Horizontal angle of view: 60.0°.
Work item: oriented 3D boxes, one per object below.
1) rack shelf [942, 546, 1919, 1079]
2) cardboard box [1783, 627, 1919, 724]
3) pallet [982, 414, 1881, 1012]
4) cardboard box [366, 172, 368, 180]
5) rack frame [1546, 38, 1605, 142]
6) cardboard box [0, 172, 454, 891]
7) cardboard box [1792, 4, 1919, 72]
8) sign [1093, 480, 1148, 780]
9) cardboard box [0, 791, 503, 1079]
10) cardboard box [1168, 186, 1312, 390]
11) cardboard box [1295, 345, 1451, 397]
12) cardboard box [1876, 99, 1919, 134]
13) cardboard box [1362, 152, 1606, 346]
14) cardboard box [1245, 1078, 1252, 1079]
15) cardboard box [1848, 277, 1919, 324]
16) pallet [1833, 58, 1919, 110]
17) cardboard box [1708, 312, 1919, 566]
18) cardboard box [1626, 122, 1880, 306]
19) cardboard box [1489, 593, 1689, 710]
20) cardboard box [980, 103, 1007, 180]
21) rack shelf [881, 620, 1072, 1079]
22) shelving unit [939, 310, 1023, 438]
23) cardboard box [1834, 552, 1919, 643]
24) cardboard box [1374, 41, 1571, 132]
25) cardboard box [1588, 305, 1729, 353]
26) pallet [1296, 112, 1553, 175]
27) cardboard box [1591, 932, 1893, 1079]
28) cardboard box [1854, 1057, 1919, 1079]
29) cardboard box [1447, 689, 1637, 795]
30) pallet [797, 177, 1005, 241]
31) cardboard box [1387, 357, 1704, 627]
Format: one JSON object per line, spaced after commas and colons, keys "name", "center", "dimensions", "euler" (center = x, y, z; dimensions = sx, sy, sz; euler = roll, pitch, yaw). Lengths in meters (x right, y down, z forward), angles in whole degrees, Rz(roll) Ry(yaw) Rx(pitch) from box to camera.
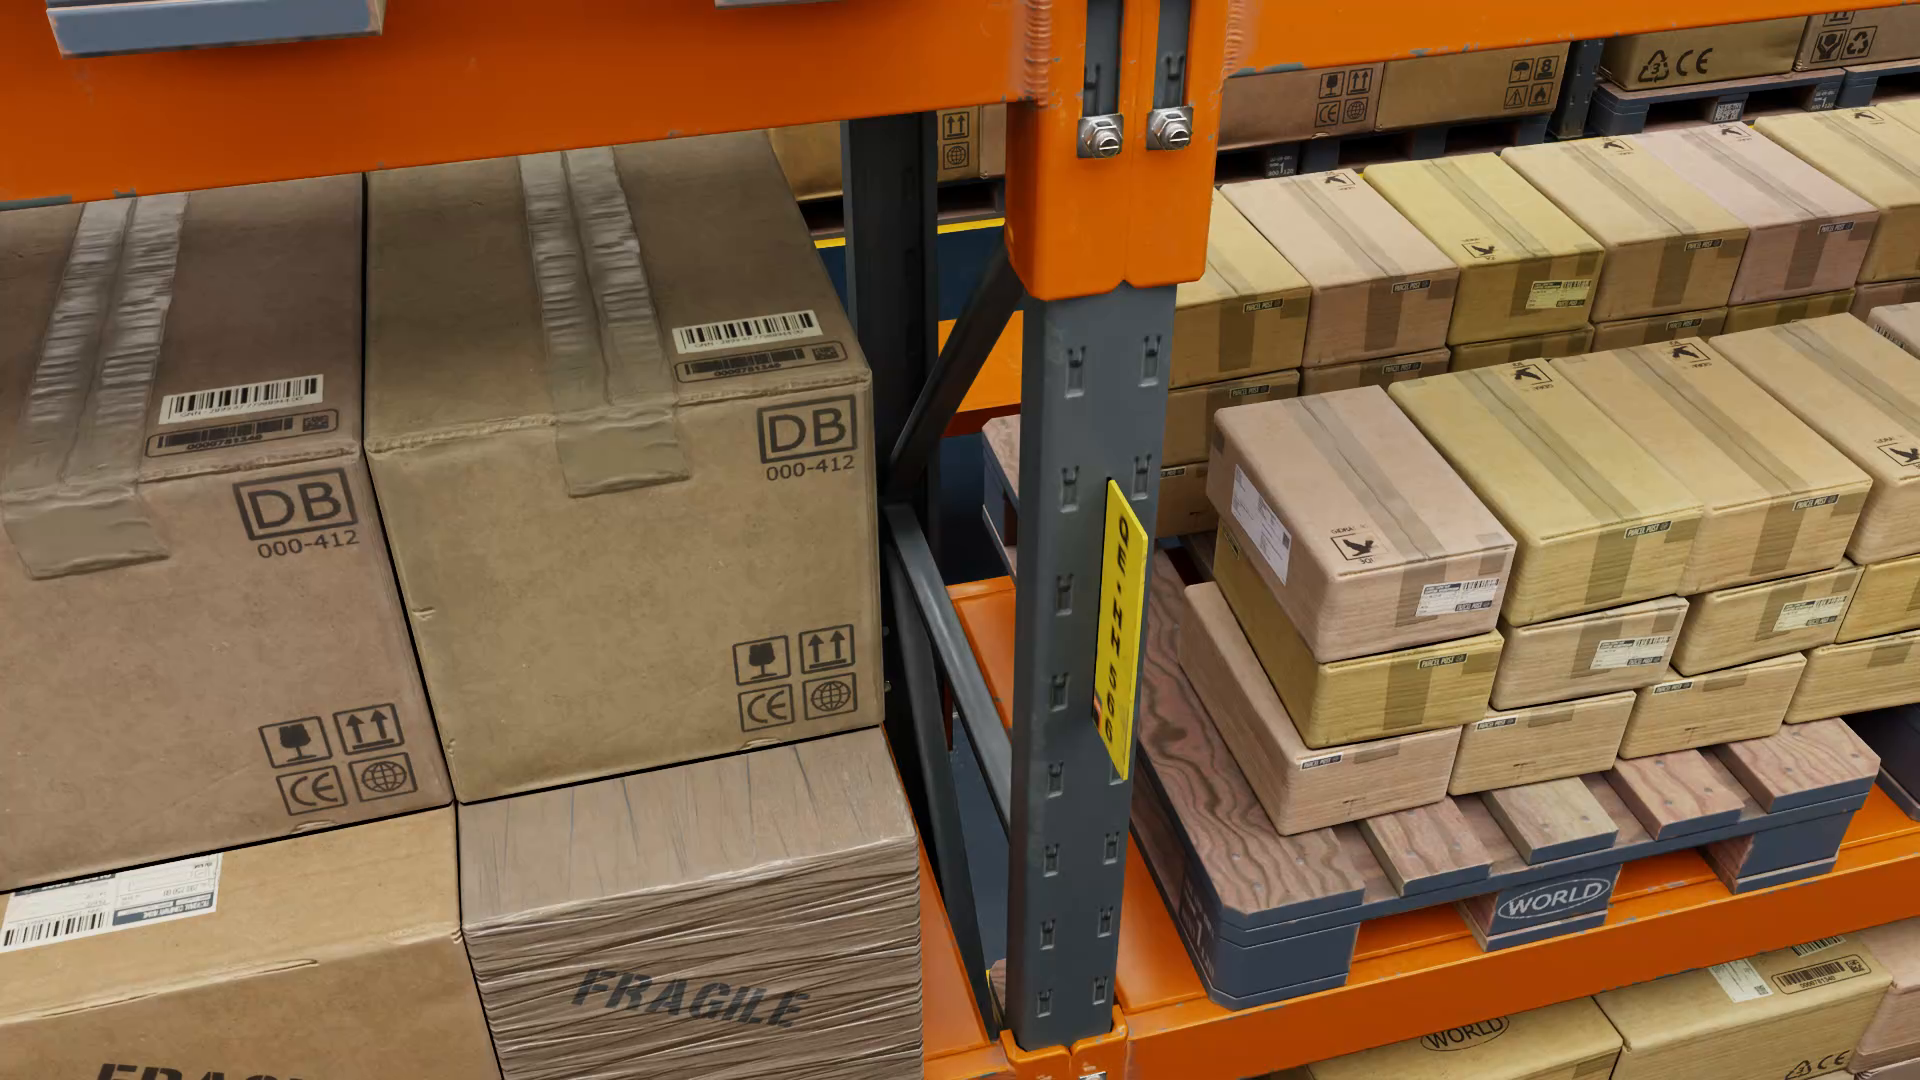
{"name": "rack shelf", "center": [1.945, 0.202, 3.110], "dimensions": [4.000, 0.370, 1.077], "euler": [-9, 38, -12]}
{"name": "cardboard box", "center": [1.278, 0.084, 2.532], "dimensions": [0.250, 0.149, 0.380], "euler": [-8, 38, -10]}
{"name": "pallet", "center": [0.674, 0.133, 2.765], "dimensions": [1.003, 0.211, 1.213], "euler": [-9, 38, -12]}
{"name": "cardboard box", "center": [-2.355, -1.661, 6.648], "dimensions": [0.500, 0.500, 0.700], "euler": [-12, 39, -16]}
{"name": "rack frame", "center": [2.680, -3.326, 7.130], "dimensions": [0.127, 3.000, 1.000], "euler": [-9, 38, -12]}
{"name": "cardboard box", "center": [-0.910, -0.058, 1.952], "dimensions": [0.500, 0.500, 0.700], "euler": [-10, 39, -13]}
{"name": "cardboard box", "center": [4.207, -2.849, 7.909], "dimensions": [0.875, 0.875, 0.875], "euler": [-9, 38, -12]}
{"name": "sign", "center": [0.162, 0.098, 1.700], "dimensions": [0.005, 0.325, 0.100], "euler": [-9, 38, -12]}
{"name": "cardboard box", "center": [-0.833, 0.500, 2.045], "dimensions": [0.500, 0.500, 0.500], "euler": [-9, 38, -12]}
{"name": "cardboard box", "center": [0.368, -0.417, 2.698], "dimensions": [0.250, 0.149, 0.380], "euler": [-11, 39, -14]}
{"name": "cardboard box", "center": [0.629, -0.341, 2.843], "dimensions": [0.250, 0.149, 0.380], "euler": [-8, 38, -10]}
{"name": "cardboard box", "center": [1.868, -0.662, 3.017], "dimensions": [0.250, 0.149, 0.380], "euler": [-8, 38, -11]}
{"name": "cardboard box", "center": [0.863, -0.497, 2.803], "dimensions": [0.250, 0.149, 0.380], "euler": [-8, 38, -11]}
{"name": "cardboard box", "center": [0.763, 1.096, 3.060], "dimensions": [0.500, 0.500, 0.500], "euler": [-11, 39, -14]}
{"name": "cardboard box", "center": [1.617, -0.503, 3.056], "dimensions": [0.250, 0.149, 0.380], "euler": [-8, 38, -11]}
{"name": "pallet", "center": [4.615, -2.489, 8.330], "dimensions": [1.213, 0.211, 1.003], "euler": [-9, 38, -12]}
{"name": "cardboard box", "center": [1.263, -0.152, 2.352], "dimensions": [0.250, 0.149, 0.380], "euler": [-11, 39, -14]}
{"name": "cardboard box", "center": [1.355, -0.576, 2.906], "dimensions": [0.250, 0.149, 0.380], "euler": [-9, 38, -12]}
{"name": "cardboard box", "center": [0.794, 0.044, 2.339], "dimensions": [0.250, 0.149, 0.380], "euler": [-8, 38, -10]}
{"name": "cardboard box", "center": [0.353, -2.249, 7.125], "dimensions": [0.875, 0.875, 1.225], "euler": [-9, 38, -12]}
{"name": "rack shelf", "center": [-1.917, 0.835, 2.282], "dimensions": [4.000, 0.370, 1.077], "euler": [-9, 38, -12]}
{"name": "shelving unit", "center": [-0.074, -0.584, 4.779], "dimensions": [1.083, 1.500, 0.587], "euler": [-9, 38, -12]}
{"name": "cardboard box", "center": [1.294, -0.040, 2.450], "dimensions": [0.250, 0.149, 0.380], "euler": [-9, 38, -12]}
{"name": "cardboard box", "center": [2.067, -2.536, 7.500], "dimensions": [0.875, 0.875, 1.225], "euler": [-9, 38, -12]}
{"name": "cardboard box", "center": [1.124, -0.424, 2.951], "dimensions": [0.250, 0.149, 0.380], "euler": [-9, 38, -12]}
{"name": "pallet", "center": [1.955, -2.052, 7.759], "dimensions": [1.213, 0.211, 1.003], "euler": [-9, 38, -12]}
{"name": "cardboard box", "center": [1.232, 0.713, 2.943], "dimensions": [0.500, 0.250, 0.500], "euler": [-10, 38, -12]}
{"name": "cardboard box", "center": [1.742, 0.930, 3.277], "dimensions": [0.500, 0.500, 0.500], "euler": [-10, 39, -13]}
{"name": "cardboard box", "center": [0.758, 0.171, 2.419], "dimensions": [0.250, 0.149, 0.380], "euler": [-8, 38, -10]}
{"name": "pallet", "center": [-0.401, -1.666, 7.254], "dimensions": [1.213, 0.211, 1.003], "euler": [-9, 38, -12]}
{"name": "cardboard box", "center": [0.769, -0.074, 2.250], "dimensions": [0.250, 0.149, 0.380], "euler": [-10, 39, -13]}
